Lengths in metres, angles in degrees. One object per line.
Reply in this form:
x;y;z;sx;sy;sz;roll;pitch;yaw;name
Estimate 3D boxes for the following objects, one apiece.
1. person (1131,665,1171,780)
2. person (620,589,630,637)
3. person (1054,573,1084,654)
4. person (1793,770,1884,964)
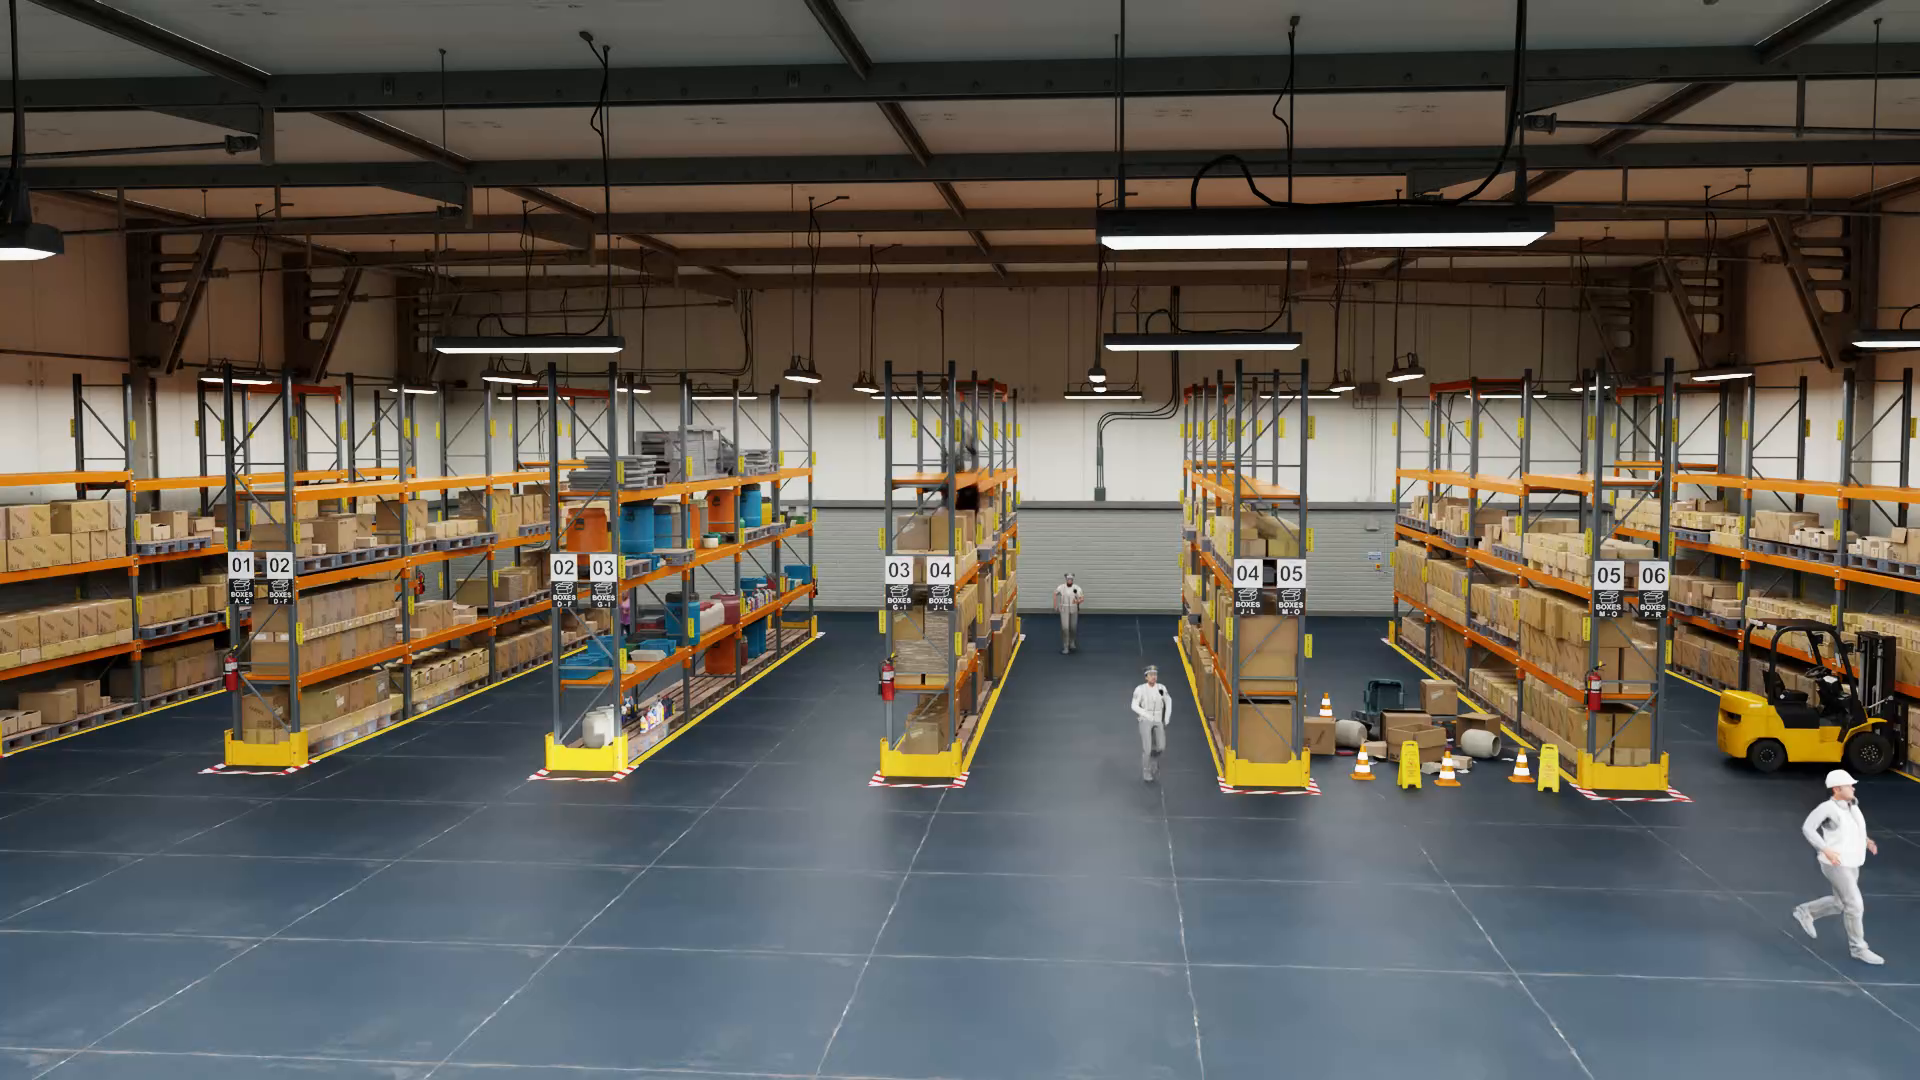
2.769;2.608;23.818;0.644;1.656;0.563;-1;4;-12;person
-7.244;1.821;35.905;0.534;1.590;0.889;0;4;-5;person
2.470;1.646;37.686;0.680;1.843;0.832;0;4;-1;person
8.371;3.064;15.835;0.671;1.760;0.913;-3;5;-35;person
